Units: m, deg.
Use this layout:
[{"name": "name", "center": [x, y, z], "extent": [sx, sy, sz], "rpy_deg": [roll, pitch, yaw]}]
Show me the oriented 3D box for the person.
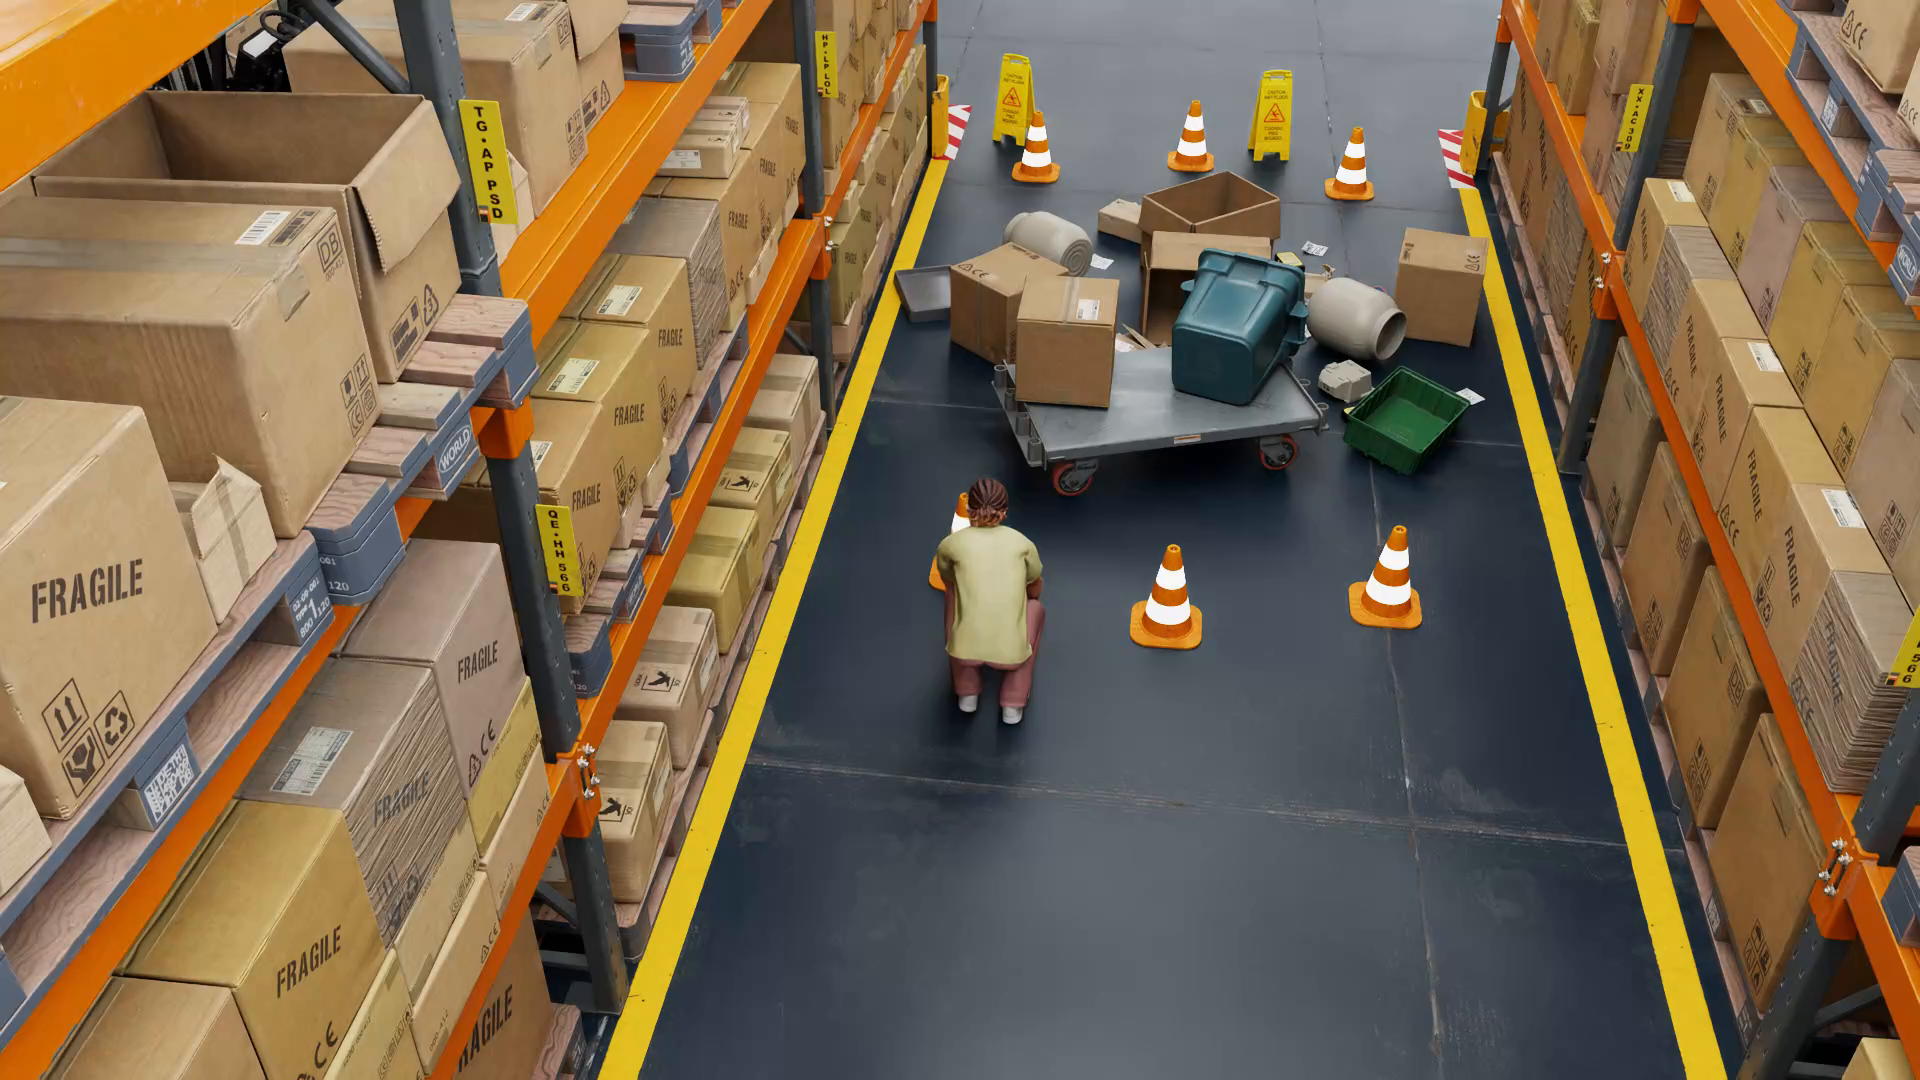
[{"name": "person", "center": [0.124, 0.274, 7.290], "extent": [0.493, 0.943, 0.801], "rpy_deg": [4, 36, 6]}]
